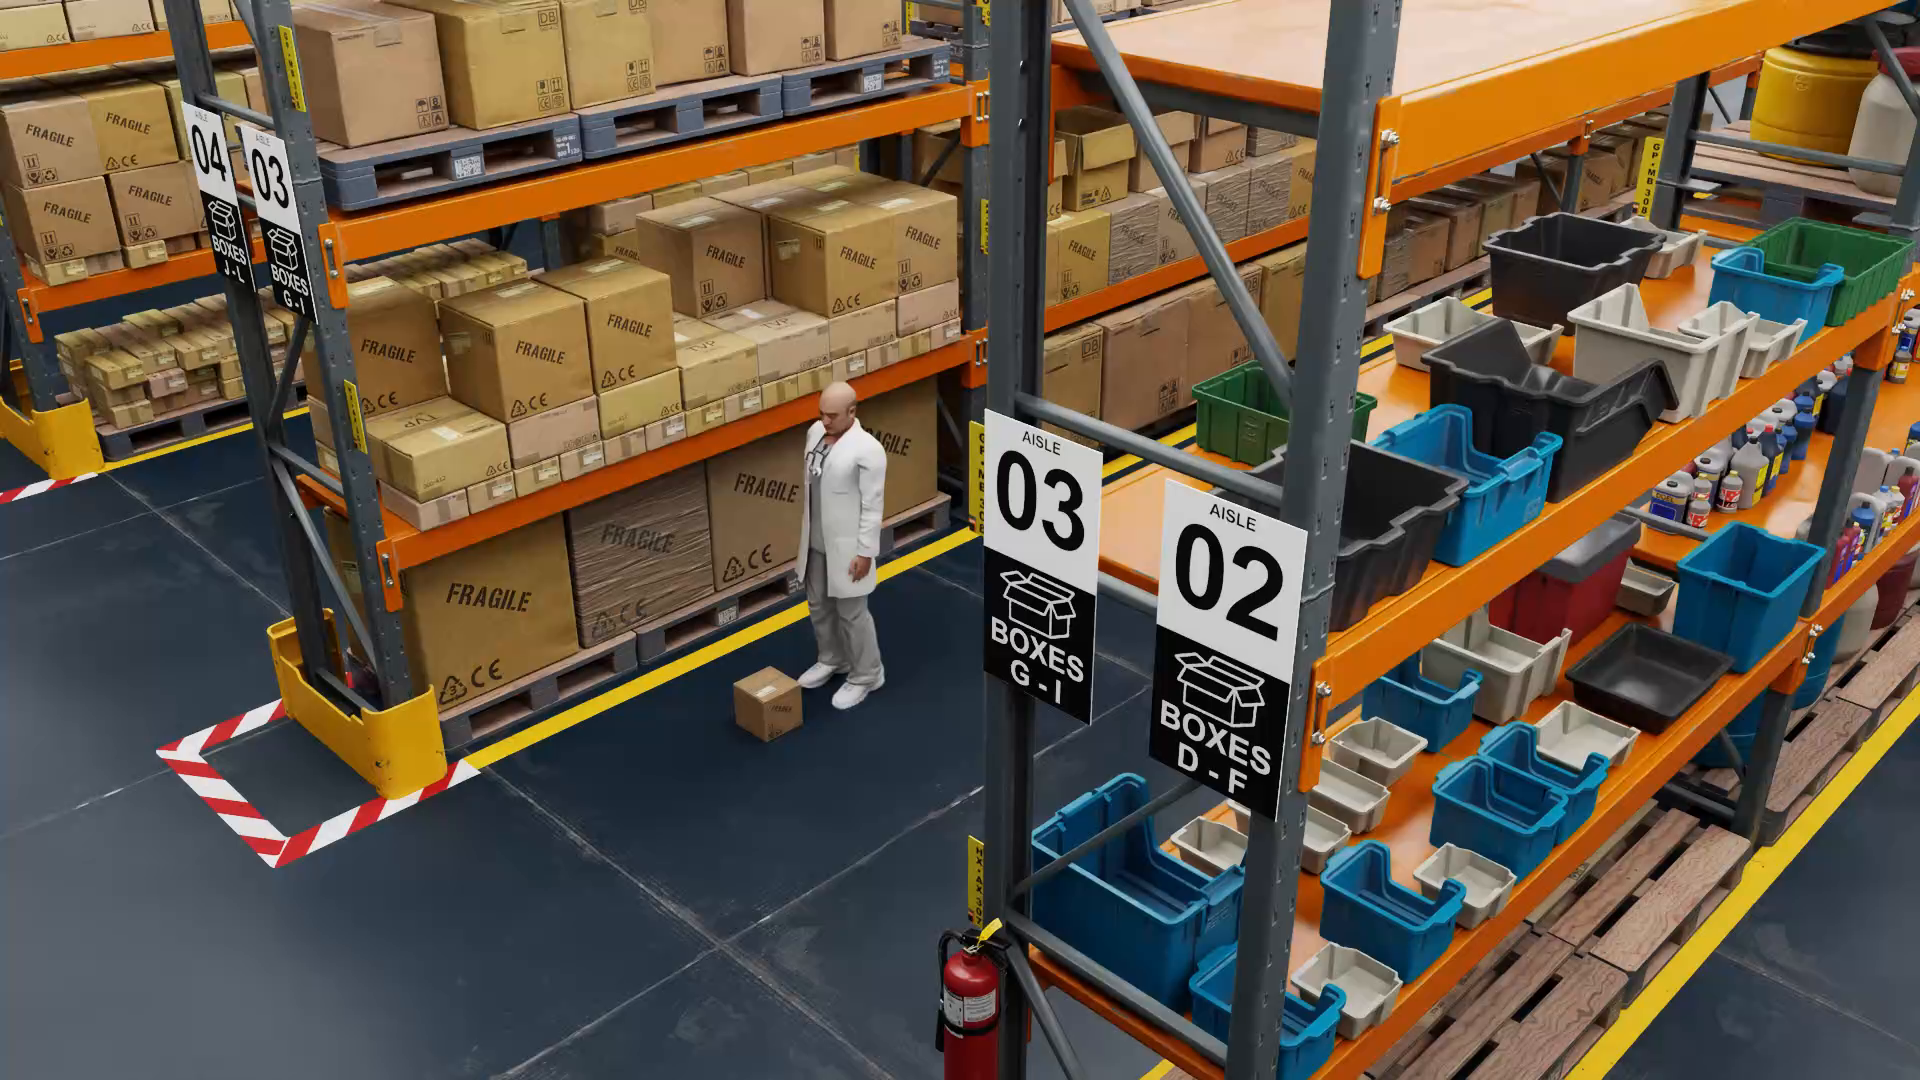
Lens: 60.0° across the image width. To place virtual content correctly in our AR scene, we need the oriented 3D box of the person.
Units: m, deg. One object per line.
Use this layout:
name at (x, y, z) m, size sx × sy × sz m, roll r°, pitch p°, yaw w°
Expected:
person at (-0.623, 0.019, 8.616) m, size 0.384 × 1.783 × 0.562 m, roll -24°, pitch 36°, yaw -38°
